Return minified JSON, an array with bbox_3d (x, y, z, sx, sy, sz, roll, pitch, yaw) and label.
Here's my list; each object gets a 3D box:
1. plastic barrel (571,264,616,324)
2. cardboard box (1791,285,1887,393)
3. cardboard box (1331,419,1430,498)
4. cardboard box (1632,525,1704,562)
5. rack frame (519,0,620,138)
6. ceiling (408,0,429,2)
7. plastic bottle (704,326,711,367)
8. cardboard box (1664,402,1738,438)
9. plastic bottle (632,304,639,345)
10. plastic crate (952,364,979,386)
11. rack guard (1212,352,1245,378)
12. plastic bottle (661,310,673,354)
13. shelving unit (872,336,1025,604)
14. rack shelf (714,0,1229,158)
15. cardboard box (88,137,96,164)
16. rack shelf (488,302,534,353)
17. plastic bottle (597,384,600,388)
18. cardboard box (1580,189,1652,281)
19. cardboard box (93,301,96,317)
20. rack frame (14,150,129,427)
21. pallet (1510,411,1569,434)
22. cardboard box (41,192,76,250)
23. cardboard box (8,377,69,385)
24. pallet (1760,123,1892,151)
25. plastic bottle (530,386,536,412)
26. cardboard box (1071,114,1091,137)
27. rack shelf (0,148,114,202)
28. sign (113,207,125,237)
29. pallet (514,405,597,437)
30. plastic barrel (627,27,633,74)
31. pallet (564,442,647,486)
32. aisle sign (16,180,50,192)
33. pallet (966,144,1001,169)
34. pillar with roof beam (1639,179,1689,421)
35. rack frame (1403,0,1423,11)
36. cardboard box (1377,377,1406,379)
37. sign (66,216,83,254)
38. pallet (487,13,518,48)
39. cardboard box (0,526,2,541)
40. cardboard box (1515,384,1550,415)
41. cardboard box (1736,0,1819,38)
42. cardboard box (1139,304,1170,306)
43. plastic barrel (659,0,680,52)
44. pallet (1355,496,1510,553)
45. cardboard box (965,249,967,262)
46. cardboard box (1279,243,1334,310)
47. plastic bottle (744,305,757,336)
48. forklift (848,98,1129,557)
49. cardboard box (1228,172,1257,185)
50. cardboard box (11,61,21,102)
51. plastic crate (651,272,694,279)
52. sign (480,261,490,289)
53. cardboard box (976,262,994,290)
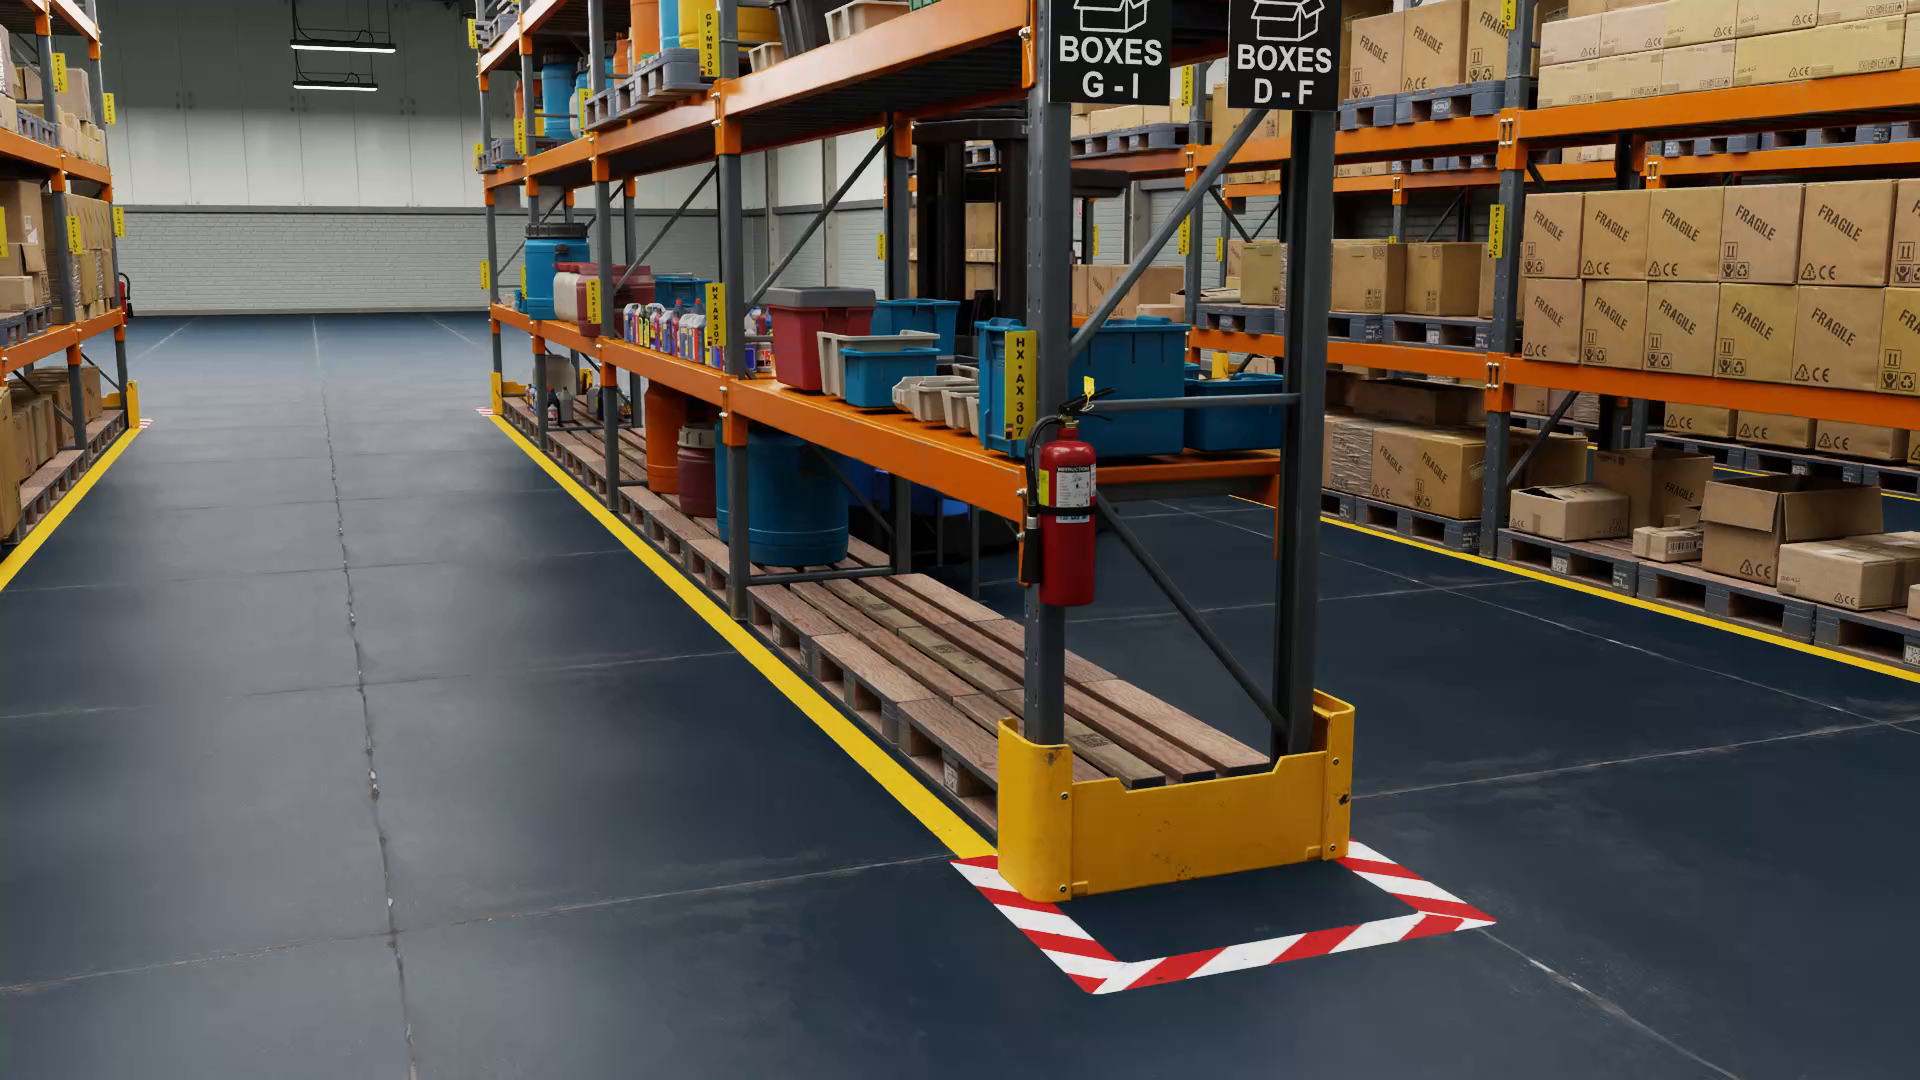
[{"bbox_3d":[-3.094,-2.087,14.201,0.433,0.535,0.433,0,10,0],"label":"plastic barrel"},{"bbox_3d":[4.524,-1.007,8.231,0.500,0.500,0.500,-4,11,-20],"label":"cardboard box"},{"bbox_3d":[3.059,-0.600,12.110,0.500,0.500,0.500,-4,11,-20],"label":"cardboard box"},{"bbox_3d":[4.131,0.012,9.619,0.380,0.166,0.250,-4,11,-21],"label":"cardboard box"},{"bbox_3d":[-3.659,-5.334,15.714,1.000,3.000,0.127,-4,11,-21],"label":"rack frame"},{"bbox_3d":[-14.554,-16.406,52.259,6.000,0.001,6.000,-4,11,-21],"label":"ceiling"},{"bbox_3d":[-1.398,-1.180,9.629,0.144,0.351,0.185,-4,11,-21],"label":"plastic bottle"},{"bbox_3d":[7.168,-1.377,15.533,0.750,0.750,0.750,-4,11,-22],"label":"cardboard box"},{"bbox_3d":[-2.278,-1.523,11.749,0.061,0.283,0.133,-4,11,-21],"label":"plastic bottle"},{"bbox_3d":[0.151,-0.710,7.425,0.293,0.136,0.466,-4,11,-21],"label":"plastic crate"},{"bbox_3d":[4.152,-2.419,23.594,1.175,0.500,0.348,-4,11,-21],"label":"rack guard"},{"bbox_3d":[-1.852,-1.349,10.795,0.152,0.276,0.135,-4,11,-21],"label":"plastic bottle"},{"bbox_3d":[-0.029,-0.474,9.800,0.538,1.500,1.048,-7,12,-35],"label":"shelving unit"},{"bbox_3d":[-0.036,-1.871,6.863,1.077,0.370,4.000,-4,11,-21],"label":"rack shelf"},{"bbox_3d":[-8.952,-3.894,16.611,0.500,0.250,0.500,-4,11,-20],"label":"cardboard box"},{"bbox_3d":[-4.384,-2.353,18.138,1.077,0.370,4.000,-4,11,-21],"label":"rack shelf"},{"bbox_3d":[-3.919,-1.572,18.213,0.152,0.276,0.135,-4,11,-22],"label":"plastic bottle"},{"bbox_3d":[3.954,-1.751,9.560,0.500,0.500,0.500,-4,11,-23],"label":"cardboard box"},{"bbox_3d":[-8.629,-2.241,16.171,0.380,0.149,0.250,-4,11,-21],"label":"cardboard box"},{"bbox_3d":[-9.725,-2.719,18.143,1.000,3.000,0.127,-4,11,-21],"label":"rack frame"},{"bbox_3d":[6.304,-1.310,18.183,1.003,0.211,1.213,-4,11,-21],"label":"pallet"},{"bbox_3d":[-8.202,-2.844,14.853,0.500,0.500,0.500,-4,11,-21],"label":"cardboard box"},{"bbox_3d":[-8.896,-1.300,16.100,0.500,0.500,0.500,-5,11,-26],"label":"cardboard box"},{"bbox_3d":[7.715,-3.456,14.260,1.003,0.211,1.213,-3,11,-18],"label":"pallet"},{"bbox_3d":[-4.582,-1.519,17.929,0.097,0.271,0.097,0,10,0],"label":"plastic bottle"},{"bbox_3d":[1.375,-4.114,16.645,0.500,0.250,0.500,-5,11,-26],"label":"cardboard box"},{"bbox_3d":[-9.000,-3.516,16.108,1.077,0.370,4.000,-4,11,-21],"label":"rack shelf"},{"bbox_3d":[-9.201,-3.477,18.193,0.100,0.325,0.005,-4,11,-21],"label":"sign"},{"bbox_3d":[-4.310,-1.320,18.236,1.003,0.211,1.213,-4,11,-21],"label":"pallet"},{"bbox_3d":[-2.305,-3.599,13.093,0.600,0.901,0.600,0,10,0],"label":"plastic barrel"},{"bbox_3d":[-2.893,-0.683,14.655,1.003,0.211,1.213,-4,11,-21],"label":"pallet"},{"bbox_3d":[-10.027,-3.990,17.865,0.394,0.787,0.004,-4,11,-21],"label":"aisle sign"},{"bbox_3d":[0.625,-4.265,18.522,1.003,0.211,1.213,-4,11,-21],"label":"pallet"},{"bbox_3d":[3.346,-5.304,15.544,9.100,9.000,0.400,-4,11,-21],"label":"pillar with roof beam"},{"bbox_3d":[5.574,-5.963,19.249,1.000,3.000,0.127,-4,11,-21],"label":"rack frame"},{"bbox_3d":[5.352,-1.917,20.464,0.380,0.166,0.250,-6,11,-28],"label":"cardboard box"},{"bbox_3d":[-7.760,-2.672,14.572,0.100,0.325,0.005,-4,11,-21],"label":"sign"},{"bbox_3d":[-4.430,-5.377,17.633,1.003,0.211,1.213,-4,11,-21],"label":"pallet"},{"bbox_3d":[-6.280,-0.314,9.490,1.225,0.875,0.875,-4,11,-21],"label":"cardboard box"},{"bbox_3d":[6.430,-1.627,17.886,0.700,0.500,0.500,-4,11,-21],"label":"cardboard box"},{"bbox_3d":[4.337,-2.697,8.454,0.500,0.250,0.500,-4,11,-21],"label":"cardboard box"},{"bbox_3d":[1.894,-2.123,15.505,0.380,0.149,0.250,-3,11,-17],"label":"cardboard box"},{"bbox_3d":[-1.521,-3.274,10.066,0.600,0.901,0.708,-4,11,-21],"label":"plastic barrel"},{"bbox_3d":[3.528,-0.146,11.639,1.003,0.211,1.213,-4,11,-21],"label":"pallet"},{"bbox_3d":[0.202,-3.301,19.276,0.380,0.149,0.250,-4,11,-19],"label":"cardboard box"},{"bbox_3d":[2.895,-2.041,12.842,0.700,0.500,0.500,-2,10,-10],"label":"cardboard box"},{"bbox_3d":[-1.264,-1.189,9.681,0.144,0.351,0.185,-4,11,-21],"label":"plastic bottle"},{"bbox_3d":[0.479,-1.535,11.682,1.130,2.935,3.031,9,13,40],"label":"forklift"},{"bbox_3d":[4.013,-5.128,22.775,0.500,0.500,0.500,-4,11,-19],"label":"cardboard box"},{"bbox_3d":[-8.198,-3.718,13.697,0.797,0.503,0.637,-4,11,-24],"label":"cardboard box"},{"bbox_3d":[-2.510,-2.043,14.155,0.402,0.464,0.583,-4,11,-21],"label":"plastic crate"},{"bbox_3d":[-5.623,-3.136,19.693,0.100,0.325,0.005,-4,11,-21],"label":"sign"},{"bbox_3d":[0.595,-2.901,18.881,0.700,0.500,0.500,-4,11,-21],"label":"cardboard box"}]
